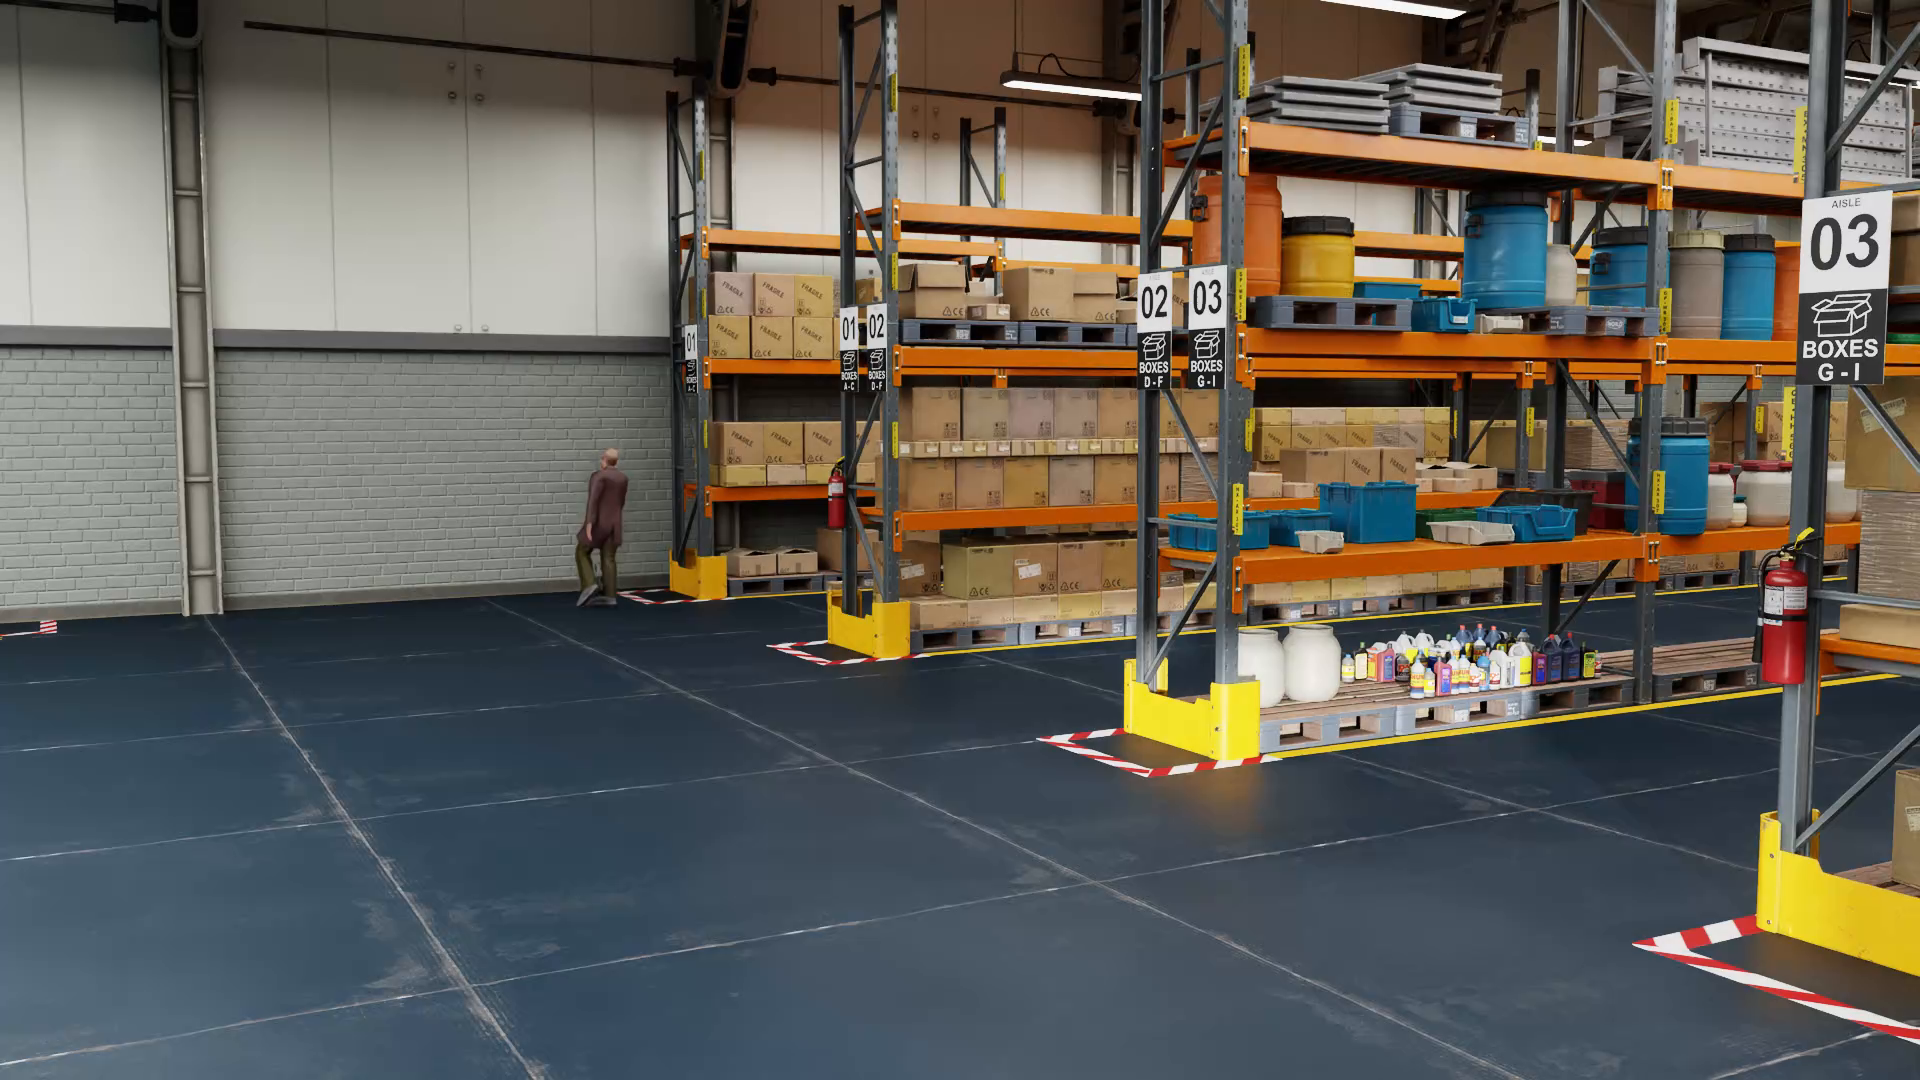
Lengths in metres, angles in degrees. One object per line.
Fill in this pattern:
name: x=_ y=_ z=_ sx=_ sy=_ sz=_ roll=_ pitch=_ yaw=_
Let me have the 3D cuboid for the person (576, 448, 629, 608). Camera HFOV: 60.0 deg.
person: x=-4.039 y=-0.141 z=18.732 sx=0.547 sy=1.788 sz=0.652 roll=4 pitch=6 yaw=39
